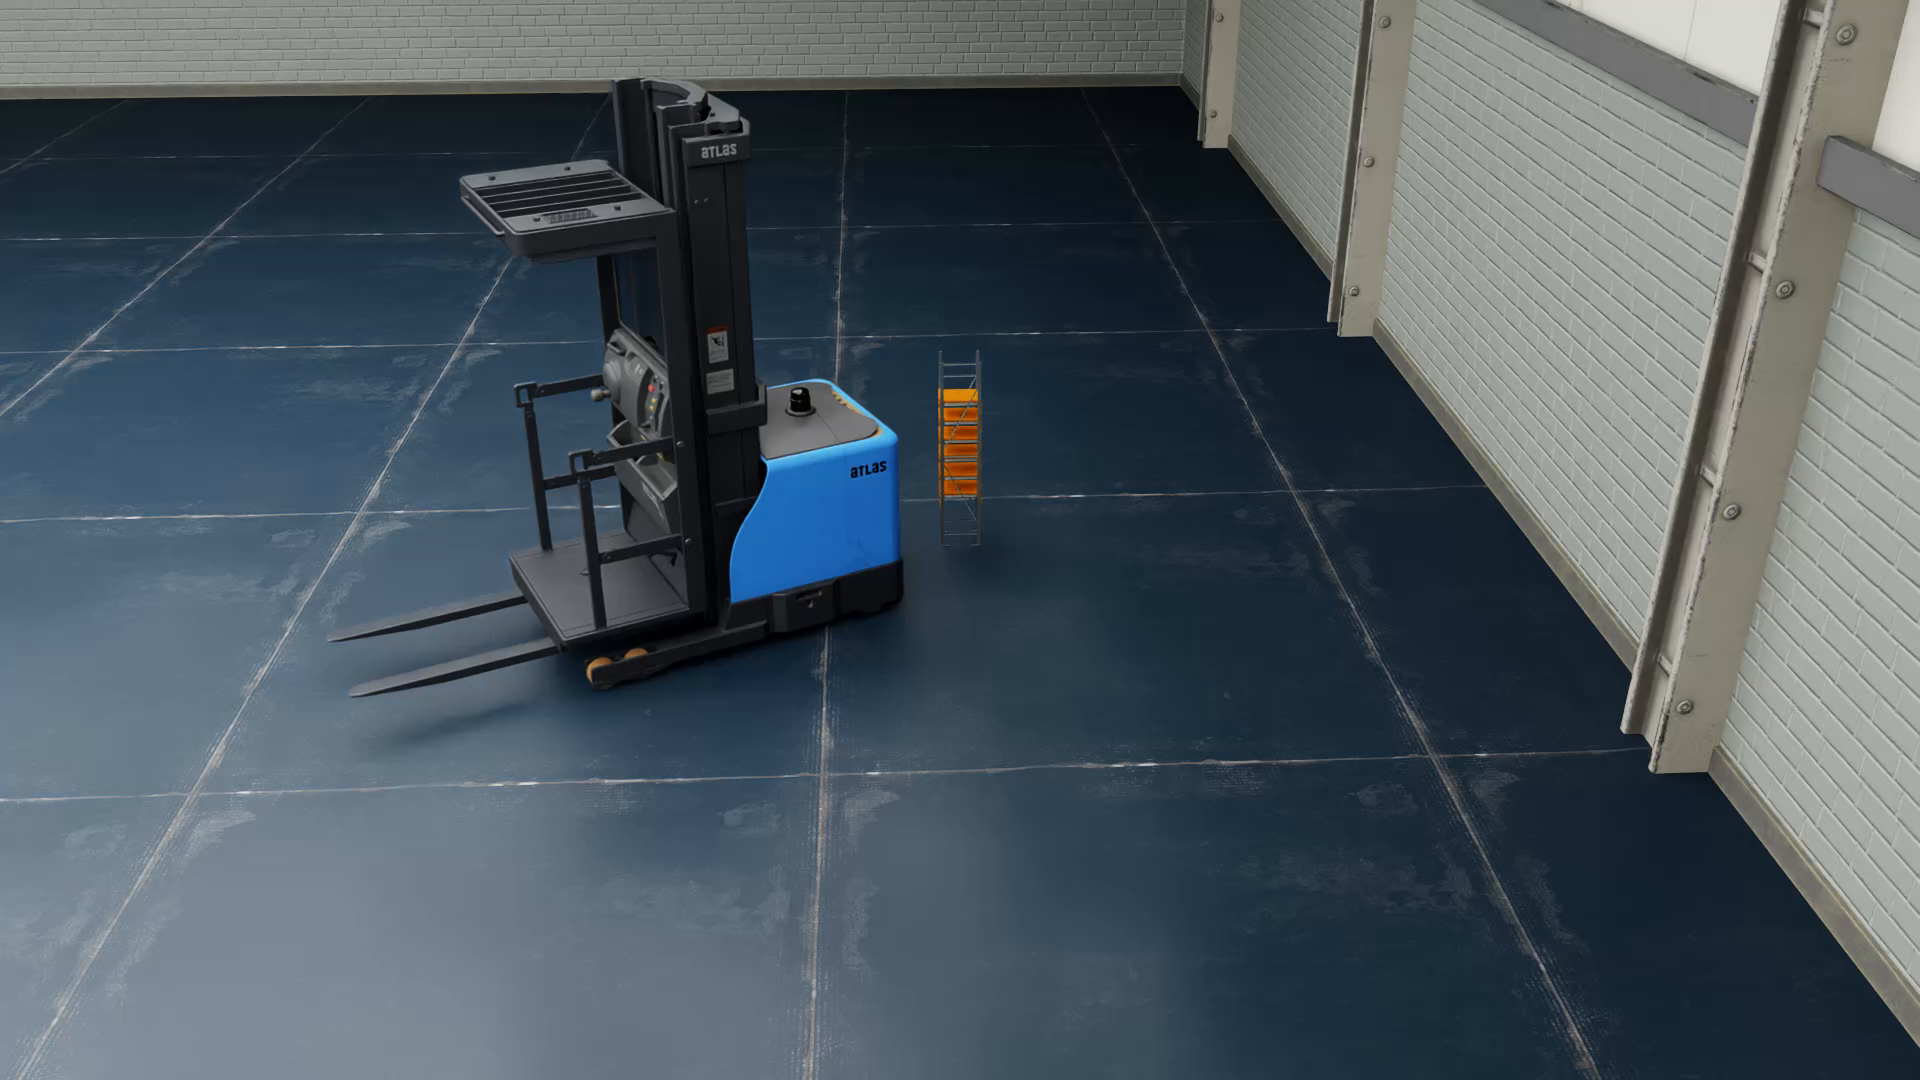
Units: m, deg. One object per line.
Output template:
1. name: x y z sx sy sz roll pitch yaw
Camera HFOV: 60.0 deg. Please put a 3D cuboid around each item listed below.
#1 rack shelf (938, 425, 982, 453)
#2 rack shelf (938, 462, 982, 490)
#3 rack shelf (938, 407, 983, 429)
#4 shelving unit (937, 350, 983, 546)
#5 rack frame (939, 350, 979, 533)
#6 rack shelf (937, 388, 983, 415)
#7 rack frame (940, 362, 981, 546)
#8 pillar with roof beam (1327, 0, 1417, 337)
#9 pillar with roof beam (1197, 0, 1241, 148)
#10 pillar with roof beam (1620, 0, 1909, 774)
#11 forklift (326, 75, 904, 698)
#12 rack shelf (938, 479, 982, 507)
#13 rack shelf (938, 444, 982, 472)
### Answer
1. rack shelf: -0.001 -0.606 9.950 0.258 0.103 0.180 -1 28 -3
2. rack shelf: -0.001 -0.393 10.061 0.258 0.103 0.180 -1 28 -3
3. rack shelf: -0.001 -0.712 9.895 0.258 0.103 0.180 -1 28 -3
4. shelving unit: -0.001 -0.539 9.985 0.258 1.200 0.189 -1 28 -3
5. rack frame: -0.006 -0.581 10.066 0.240 1.200 0.006 -1 28 -3
6. rack shelf: -0.001 -0.818 9.839 0.258 0.103 0.180 -1 28 -3
7. rack frame: 0.004 -0.496 9.904 0.240 1.200 0.006 -1 28 -3
8. pillar with roof beam: -1.104 -5.619 11.292 9.100 9.000 0.400 -1 28 -3
9. pillar with roof beam: -1.418 -8.389 16.604 9.100 9.000 0.400 -1 28 -3
10. pillar with roof beam: -0.791 -2.848 5.979 9.100 9.000 0.400 -1 28 -3
11. forklift: -1.865 -0.792 8.599 3.031 2.935 1.130 -14 31 -25
12. rack shelf: -0.001 -0.286 10.117 0.258 0.103 0.180 -1 28 -3
13. rack shelf: -0.001 -0.499 10.006 0.258 0.103 0.180 -1 28 -3
